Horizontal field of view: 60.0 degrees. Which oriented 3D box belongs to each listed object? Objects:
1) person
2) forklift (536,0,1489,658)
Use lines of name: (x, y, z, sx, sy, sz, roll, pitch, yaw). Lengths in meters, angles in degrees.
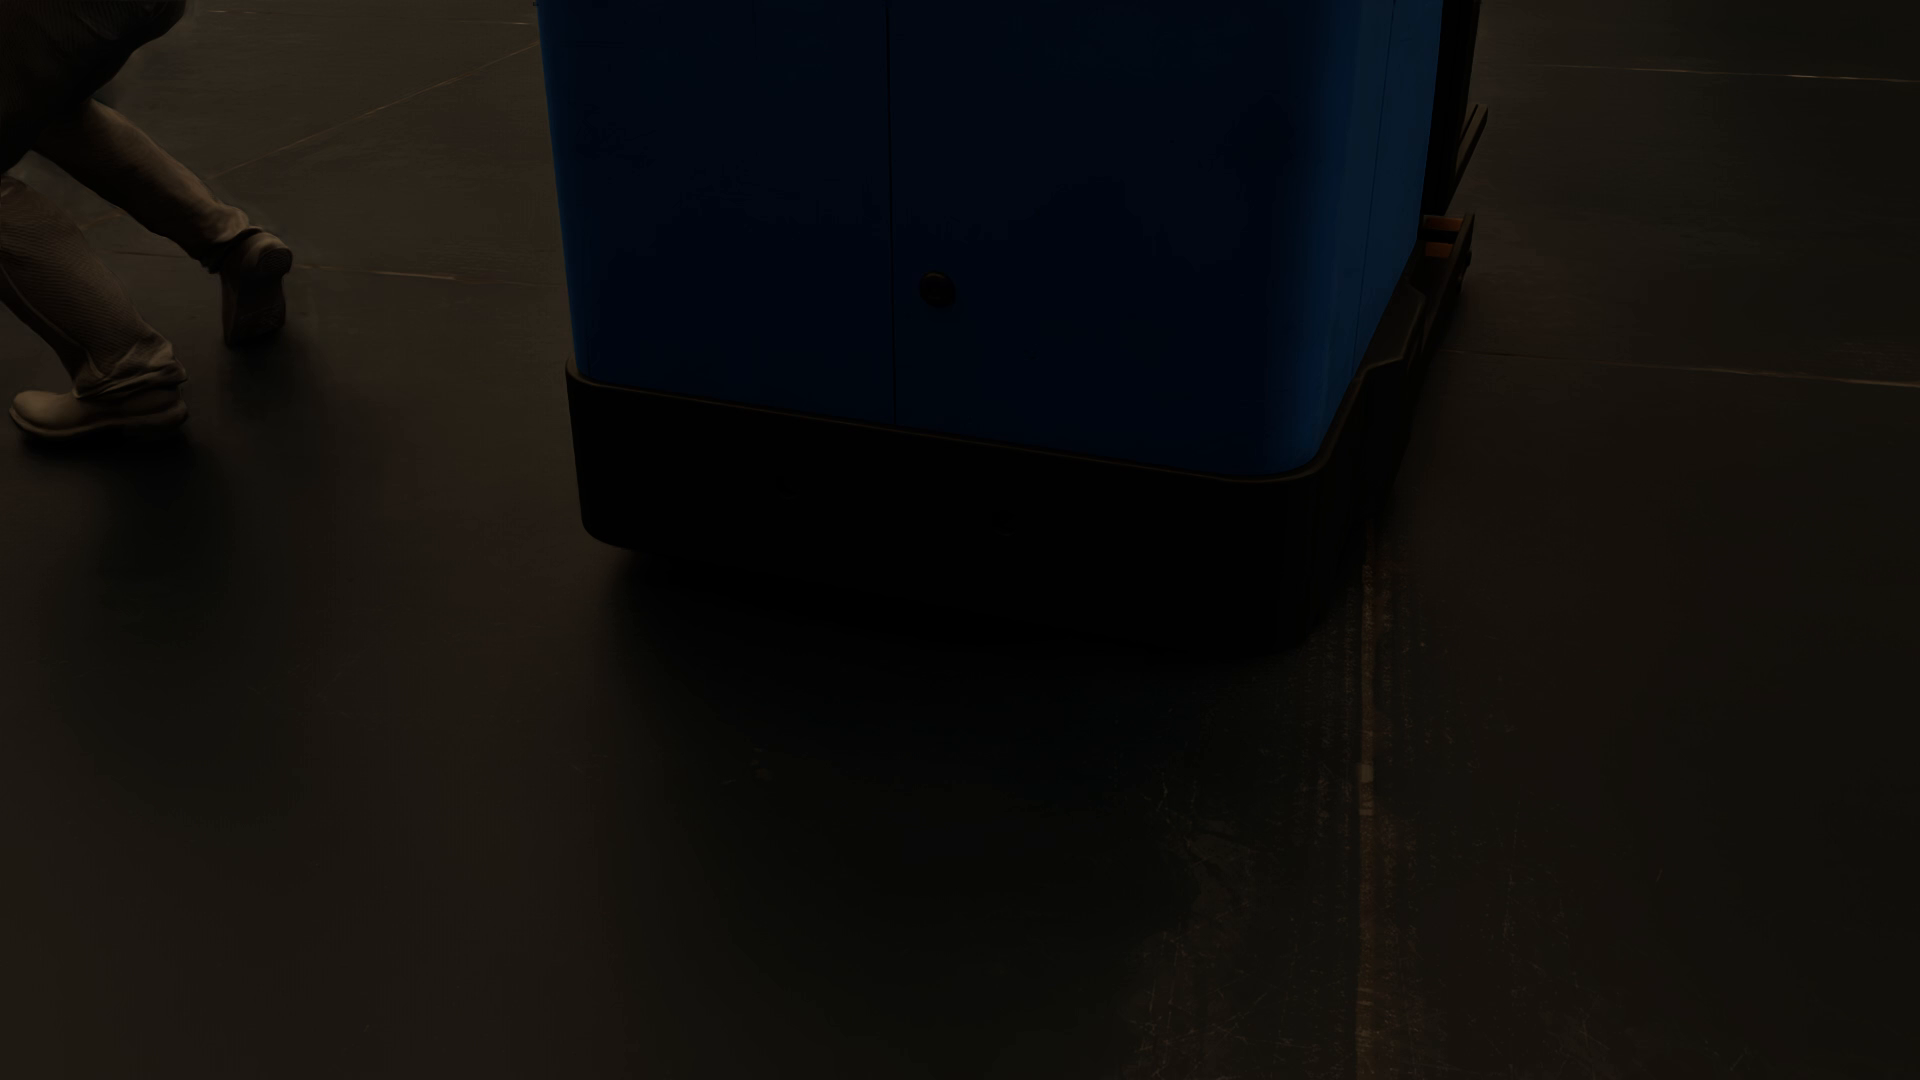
person: (-1.516, -0.988, 2.776, 0.508, 1.651, 1.049, -1, 27, -2)
forklift: (0.452, -1.805, 2.824, 1.130, 2.935, 3.031, 10, 28, 18)
